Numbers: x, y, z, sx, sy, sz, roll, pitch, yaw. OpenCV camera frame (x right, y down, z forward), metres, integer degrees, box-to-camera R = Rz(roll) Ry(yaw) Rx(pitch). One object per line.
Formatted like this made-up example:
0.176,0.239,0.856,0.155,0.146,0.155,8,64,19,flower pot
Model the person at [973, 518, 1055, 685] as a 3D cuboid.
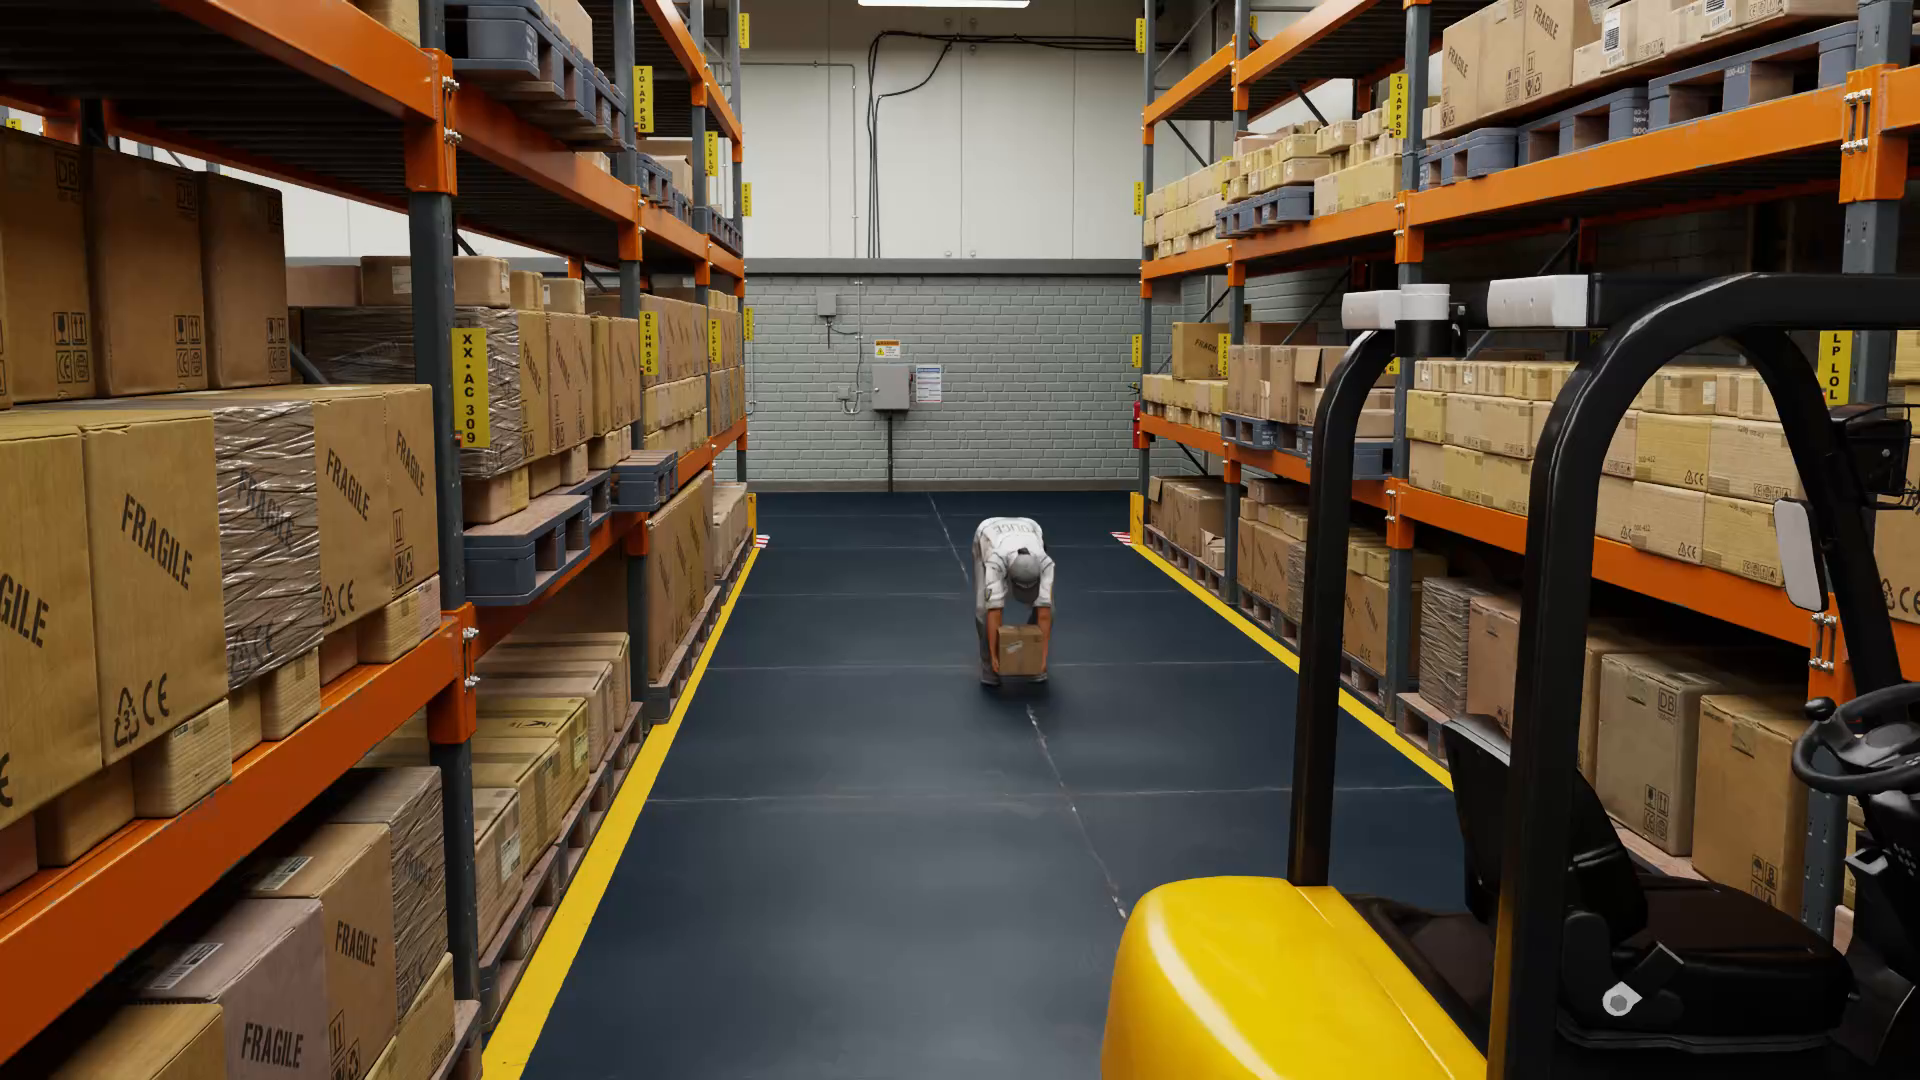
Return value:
0.335,0.383,9.901,0.495,0.990,0.923,-1,7,-6,person
